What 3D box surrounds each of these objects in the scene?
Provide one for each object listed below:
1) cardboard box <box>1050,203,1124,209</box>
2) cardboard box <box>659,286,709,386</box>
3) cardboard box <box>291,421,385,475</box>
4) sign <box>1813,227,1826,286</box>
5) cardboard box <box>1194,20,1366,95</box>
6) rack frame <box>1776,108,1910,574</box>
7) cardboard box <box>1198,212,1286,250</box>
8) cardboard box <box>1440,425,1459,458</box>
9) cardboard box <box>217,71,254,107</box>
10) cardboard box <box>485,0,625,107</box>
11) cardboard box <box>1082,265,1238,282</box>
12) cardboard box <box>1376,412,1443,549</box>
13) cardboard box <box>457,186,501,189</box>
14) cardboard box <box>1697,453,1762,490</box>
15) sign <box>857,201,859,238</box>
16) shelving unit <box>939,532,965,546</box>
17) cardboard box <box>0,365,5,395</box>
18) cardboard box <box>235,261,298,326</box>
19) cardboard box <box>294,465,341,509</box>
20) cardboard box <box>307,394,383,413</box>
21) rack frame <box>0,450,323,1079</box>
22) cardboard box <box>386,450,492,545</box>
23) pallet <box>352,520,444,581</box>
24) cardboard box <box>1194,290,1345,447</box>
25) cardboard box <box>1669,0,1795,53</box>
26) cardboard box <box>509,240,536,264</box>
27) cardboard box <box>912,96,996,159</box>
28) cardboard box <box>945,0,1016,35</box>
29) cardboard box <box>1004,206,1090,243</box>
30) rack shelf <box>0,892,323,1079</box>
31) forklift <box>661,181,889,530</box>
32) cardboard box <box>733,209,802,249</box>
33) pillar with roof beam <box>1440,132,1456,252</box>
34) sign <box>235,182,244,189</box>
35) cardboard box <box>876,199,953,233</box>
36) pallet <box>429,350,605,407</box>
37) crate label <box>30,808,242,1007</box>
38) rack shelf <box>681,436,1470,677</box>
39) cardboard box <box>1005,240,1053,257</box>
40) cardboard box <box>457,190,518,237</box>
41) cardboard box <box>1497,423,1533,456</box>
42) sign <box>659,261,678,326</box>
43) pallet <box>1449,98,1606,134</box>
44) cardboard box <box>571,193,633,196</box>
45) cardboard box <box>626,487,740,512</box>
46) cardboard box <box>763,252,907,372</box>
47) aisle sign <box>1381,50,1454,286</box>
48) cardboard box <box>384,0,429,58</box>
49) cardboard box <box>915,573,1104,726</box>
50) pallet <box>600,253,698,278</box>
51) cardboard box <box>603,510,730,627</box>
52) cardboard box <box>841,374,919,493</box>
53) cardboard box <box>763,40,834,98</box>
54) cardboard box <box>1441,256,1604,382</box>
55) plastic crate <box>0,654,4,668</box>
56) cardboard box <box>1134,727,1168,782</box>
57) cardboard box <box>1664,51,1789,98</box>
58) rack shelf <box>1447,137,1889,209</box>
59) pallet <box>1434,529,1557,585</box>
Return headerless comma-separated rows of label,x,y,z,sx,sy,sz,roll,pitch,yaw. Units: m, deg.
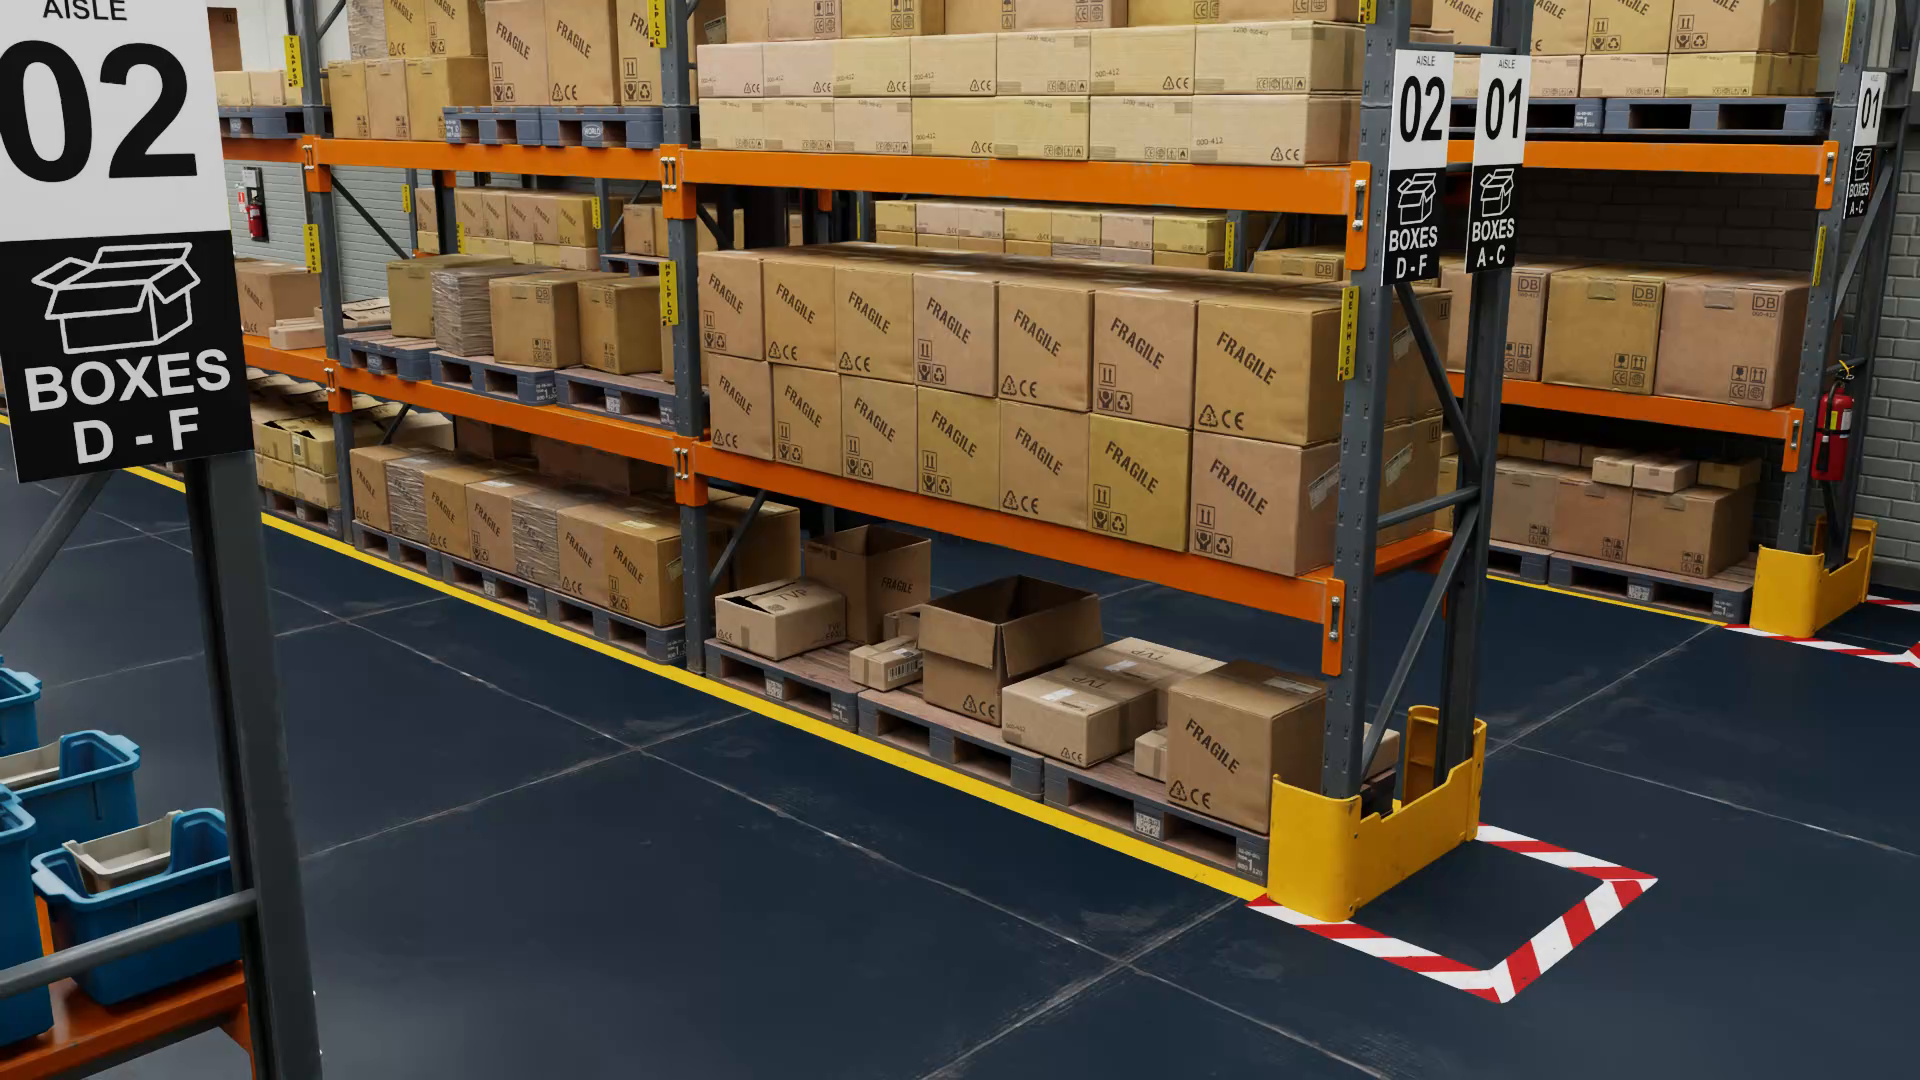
cardboard box,1.052,-2.671,13.918,0.500,0.250,0.500,13,19,41
cardboard box,-1.301,-1.184,9.496,0.500,0.500,0.700,7,16,24
cardboard box,-4.542,-0.700,12.178,0.500,0.311,0.500,-14,20,-43
sign,4.814,-1.588,9.310,0.005,0.325,0.100,14,20,42
cardboard box,1.218,-1.773,6.146,0.500,0.250,0.500,14,20,42
rack frame,5.200,-1.009,9.854,0.127,3.000,1.000,14,20,42
cardboard box,2.171,-2.401,12.884,0.500,0.250,0.500,-14,20,-42
cardboard box,3.284,-0.682,11.440,0.250,0.149,0.380,13,19,41
cardboard box,-5.154,-3.351,12.359,0.500,0.250,0.500,13,20,41
cardboard box,-2.388,-2.895,9.915,0.600,0.600,0.600,13,19,40
cardboard box,0.890,-0.945,7.429,0.500,0.500,0.500,14,20,43
cardboard box,1.628,-0.283,6.870,0.500,0.500,0.500,-14,20,-43
cardboard box,-5.831,-4.065,20.354,0.500,0.500,0.500,13,20,42
cardboard box,4.856,-0.435,10.491,0.250,0.149,0.380,14,20,43
sign,-0.928,-2.831,14.707,0.005,0.325,0.100,14,20,42
shelving unit,0.006,-0.434,11.813,0.210,0.900,0.258,14,20,42
cardboard box,-9.522,-1.647,16.926,0.500,0.250,0.500,14,20,42
cardboard box,-5.592,-1.940,13.231,0.500,0.500,0.500,14,20,42
cardboard box,-4.542,-0.429,12.252,0.500,0.250,0.500,-14,20,-43
cardboard box,-4.917,-0.978,13.245,0.500,0.311,0.500,13,19,41
rack frame,-1.676,0.790,2.953,0.127,3.000,1.000,14,20,42
cardboard box,-3.484,-0.290,11.182,0.500,0.500,0.500,13,19,40
pallet,-3.483,-0.022,11.598,1.213,0.211,1.003,14,20,42
cardboard box,1.253,-0.669,6.370,0.500,0.500,0.500,13,20,42
cardboard box,4.484,-3.081,9.636,0.500,0.500,0.500,14,20,42
cardboard box,-4.715,-3.248,18.705,0.500,0.250,0.500,14,20,42
cardboard box,0.142,-1.795,7.220,0.500,0.250,0.500,14,20,42
cardboard box,0.353,-2.455,7.275,0.500,0.500,0.700,14,20,42
cardboard box,0.711,-2.578,13.564,0.500,0.250,0.500,13,20,41
rack shelf,-3.116,0.788,4.387,4.000,0.370,1.077,14,20,42
forklift,-1.575,-1.773,12.925,3.031,2.935,1.130,13,19,40
cardboard box,-1.816,-2.965,16.290,0.500,0.500,0.700,14,20,42
pillar with roof beam,0.437,-3.865,8.918,0.400,9.000,9.100,14,20,42
sign,-11.614,-5.720,26.813,0.331,0.109,0.001,14,20,42
cardboard box,-0.390,-2.842,14.577,0.500,0.250,0.500,-14,20,-43
pallet,-2.591,-1.077,10.496,1.213,0.211,1.003,14,20,42
crate label,-1.625,0.739,3.362,0.303,0.233,0.416,14,20,42
rack shelf,0.325,-0.111,7.835,4.000,0.370,1.077,14,20,42
cardboard box,0.721,-2.209,13.634,0.500,0.500,0.500,-14,20,-43
cardboard box,-5.466,-3.791,19.303,0.500,0.500,0.500,13,19,40
cardboard box,3.760,-0.701,11.511,0.250,0.149,0.380,13,20,41
sign,-1.497,-1.268,8.553,0.005,0.325,0.100,14,20,42
pallet,3.777,-2.759,10.798,1.213,0.211,1.003,14,20,42
cardboard box,-4.001,-3.620,18.647,0.500,0.500,0.500,14,20,42
cardboard box,-1.686,-0.032,10.193,0.500,0.500,0.500,14,20,43
cardboard box,-0.599,-1.117,8.090,0.500,0.500,0.500,13,19,40
aisle sign,1.601,-1.299,5.814,0.004,0.787,0.394,14,20,42
cardboard box,-3.317,-3.326,10.617,0.500,0.500,0.500,14,20,42
cardboard box,0.241,0.514,8.089,0.637,0.503,0.797,14,20,42
pallet,-2.989,-2.856,17.324,1.213,0.211,1.003,14,20,42
cardboard box,-1.669,0.153,9.479,0.500,0.500,0.500,14,20,42
cardboard box,-0.208,-0.542,7.864,0.500,0.500,0.500,14,20,42
cardboard box,-0.576,-2.212,7.831,0.500,0.250,0.500,14,20,42
cardboard box,3.752,-1.502,11.151,0.700,0.700,0.980,12,19,40
plastic crate,-2.789,0.456,4.448,0.300,0.233,0.416,14,20,42
cardboard box,0.973,0.912,7.231,0.250,0.166,0.380,14,20,42
cardboard box,4.489,-2.719,9.736,0.500,0.250,0.500,-14,20,-42
rack shelf,3.761,-2.462,10.910,4.000,0.370,1.077,14,20,42
pallet,3.696,0.001,11.508,1.213,0.211,1.003,14,20,42
